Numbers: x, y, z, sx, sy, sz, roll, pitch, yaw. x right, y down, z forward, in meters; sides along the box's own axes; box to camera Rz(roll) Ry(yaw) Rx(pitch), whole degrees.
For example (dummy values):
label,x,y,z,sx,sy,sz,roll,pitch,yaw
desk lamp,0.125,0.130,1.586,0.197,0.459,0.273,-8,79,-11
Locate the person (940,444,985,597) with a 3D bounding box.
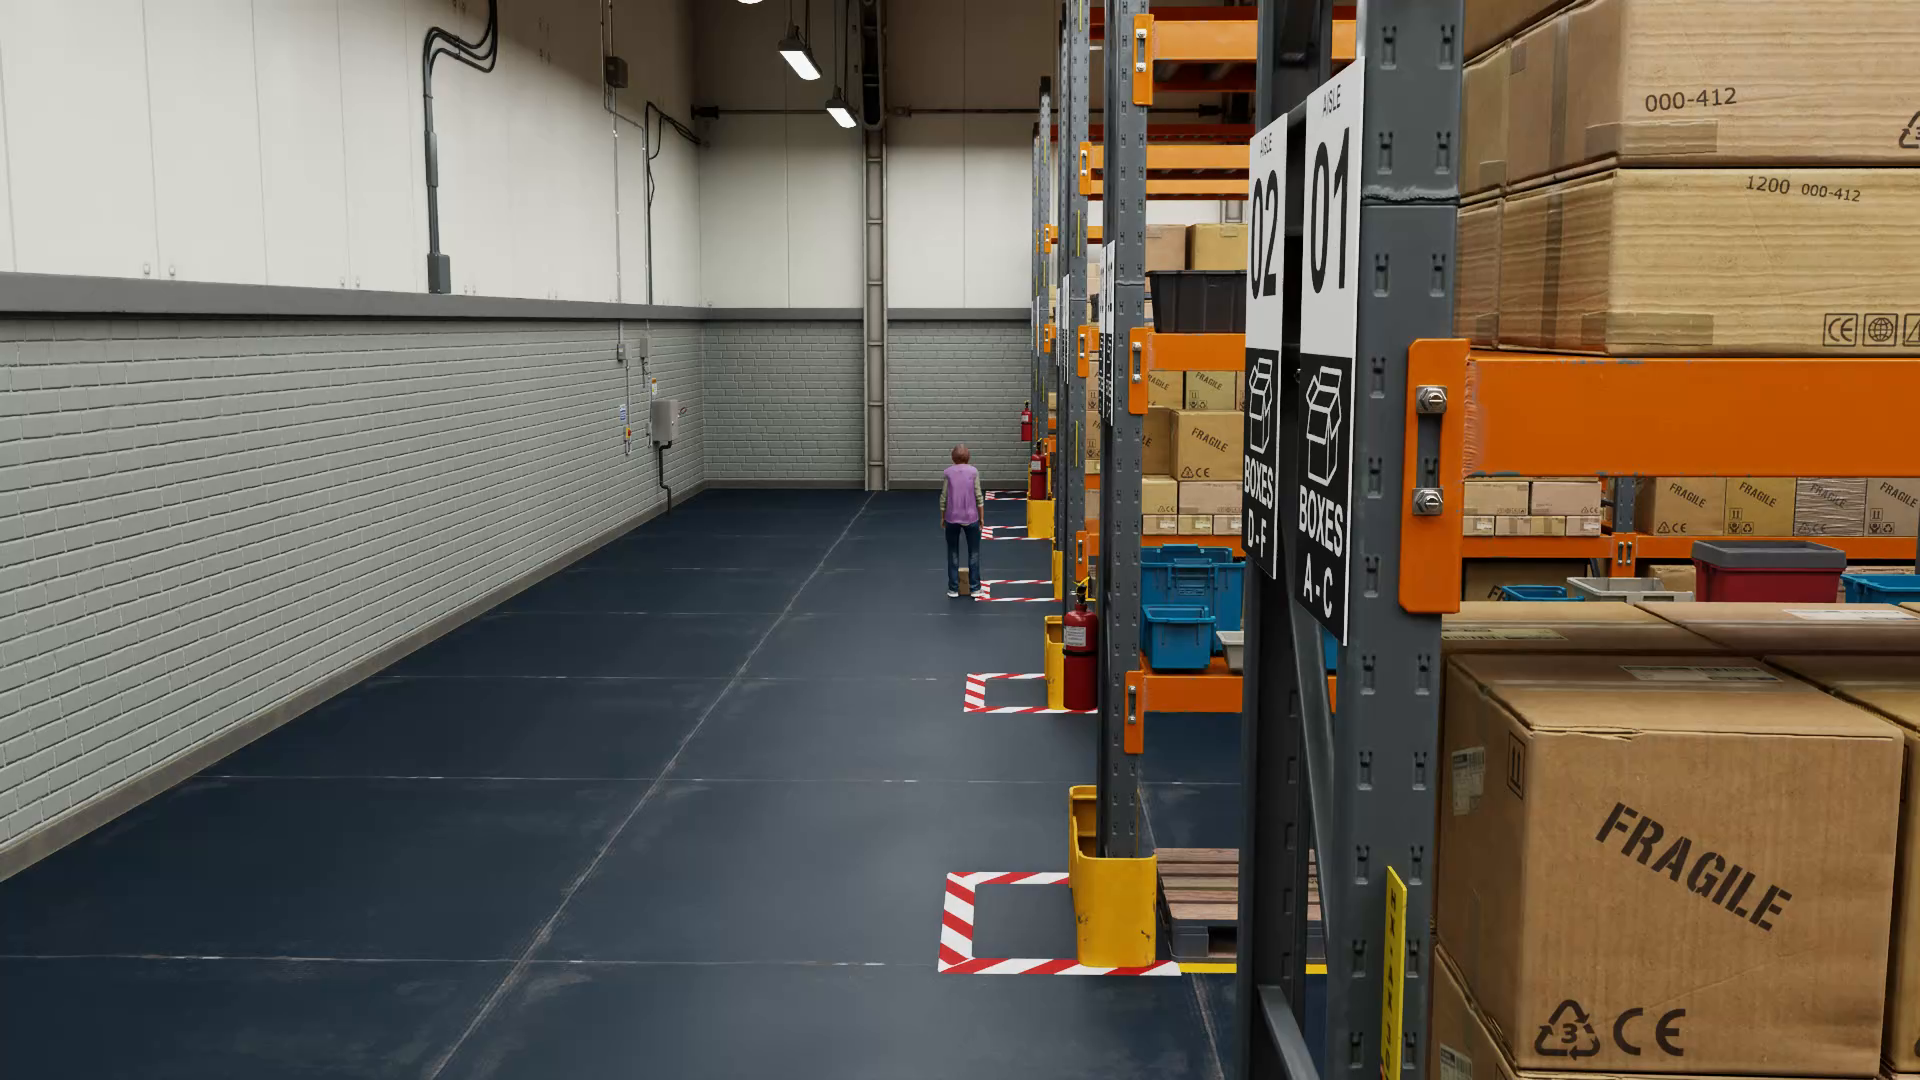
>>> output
label,x,y,z,sx,sy,sz,roll,pitch,yaw
person,0.023,-0.198,17.337,0.462,1.593,0.344,1,7,5
